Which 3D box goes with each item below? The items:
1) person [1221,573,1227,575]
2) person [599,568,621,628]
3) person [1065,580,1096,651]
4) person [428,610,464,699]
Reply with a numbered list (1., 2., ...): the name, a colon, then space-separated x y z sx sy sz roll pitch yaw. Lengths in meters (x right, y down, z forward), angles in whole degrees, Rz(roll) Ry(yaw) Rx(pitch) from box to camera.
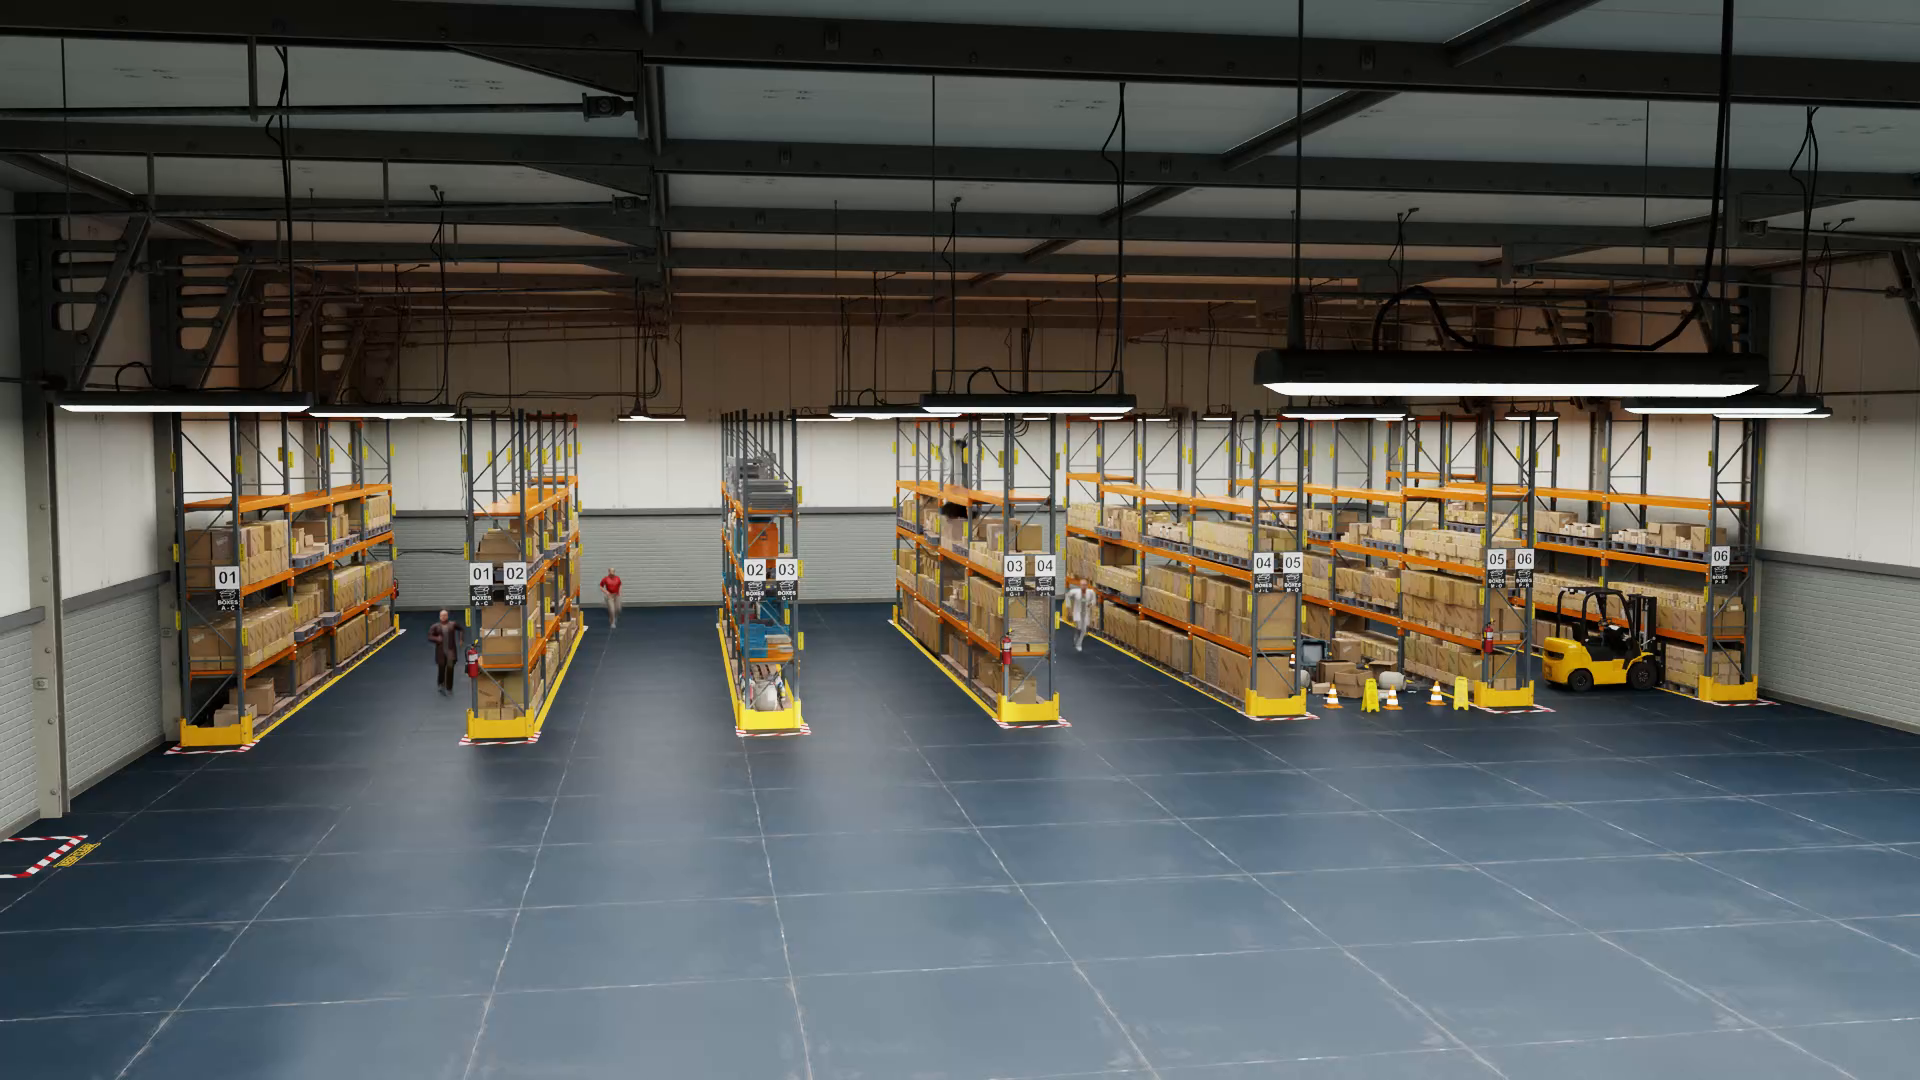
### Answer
1. person: 8.380 1.275 52.163 0.891 1.574 0.535 -2 4 -23
2. person: -9.829 1.622 46.826 0.672 1.696 0.607 -3 5 -35
3. person: 2.910 1.839 39.808 0.694 1.667 0.778 -1 4 -12
4. person: -10.850 2.373 35.119 0.728 1.804 0.993 -1 4 -14
